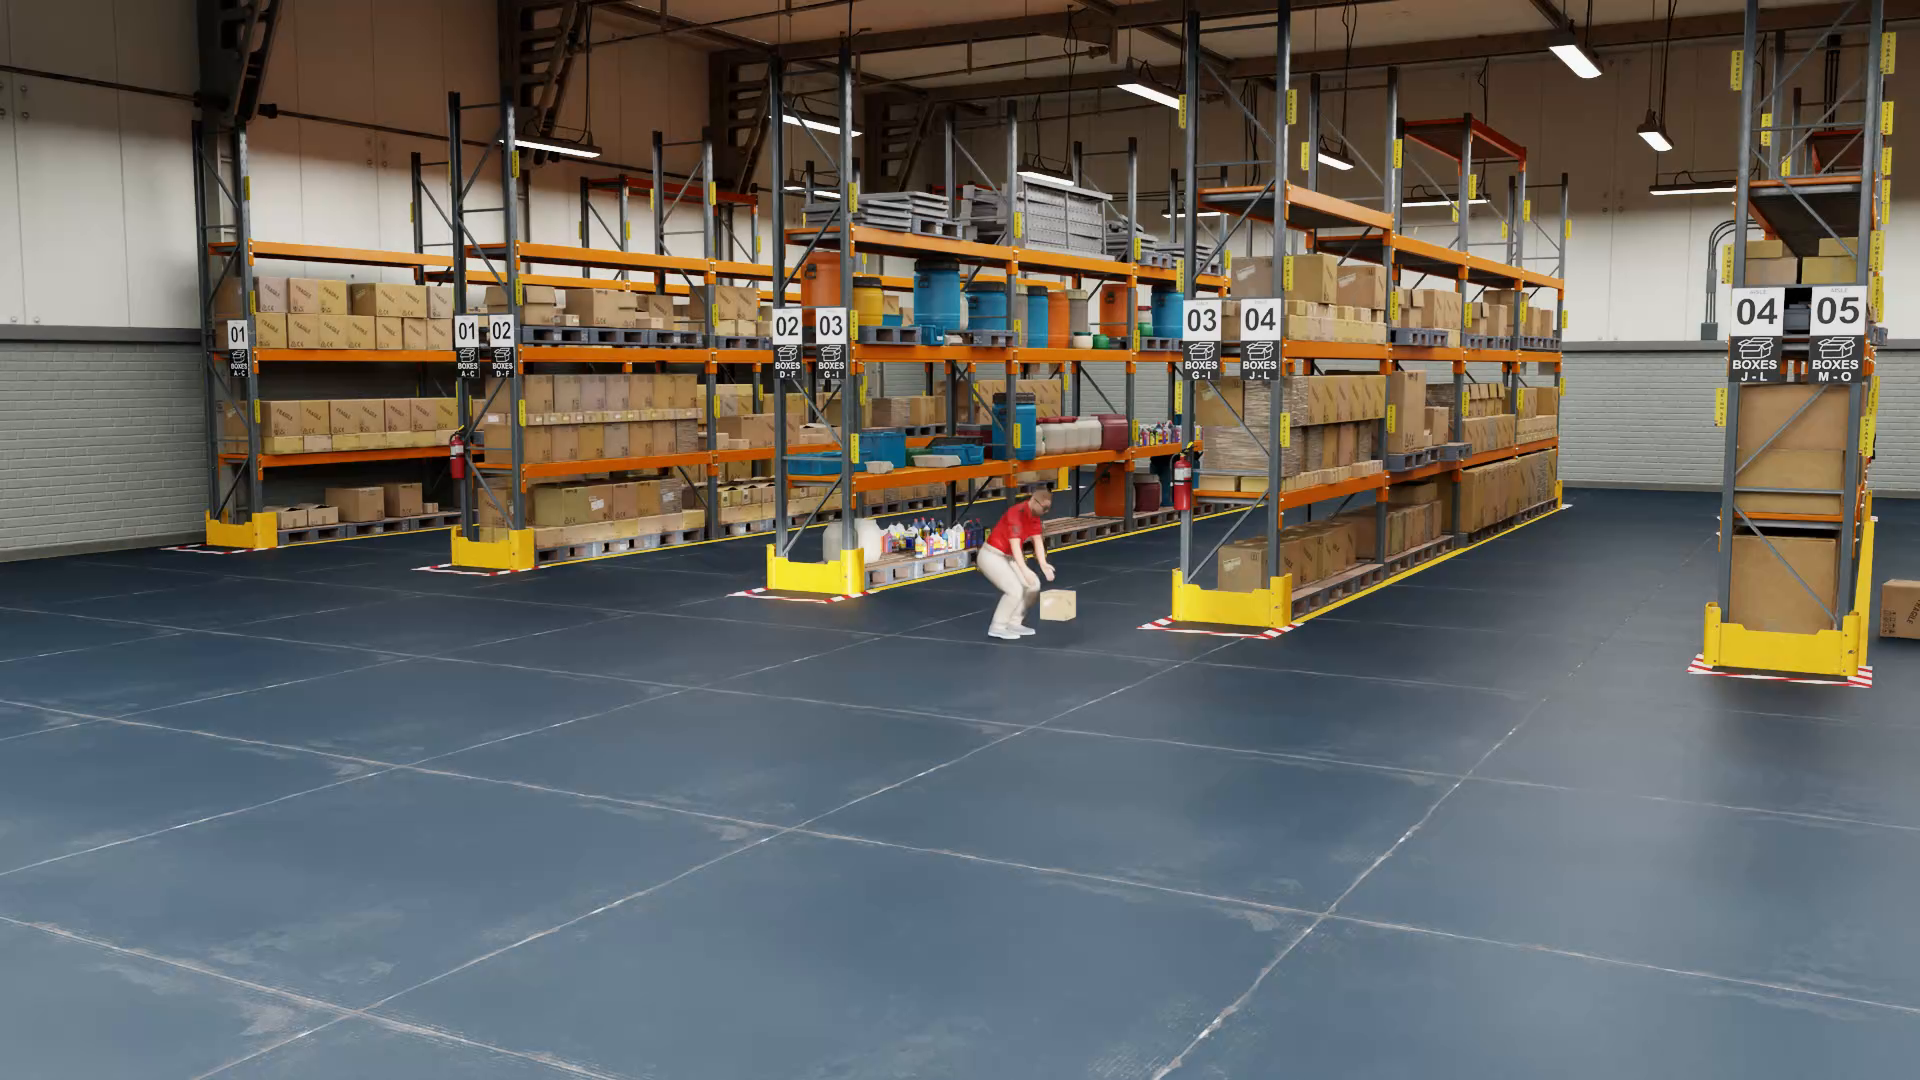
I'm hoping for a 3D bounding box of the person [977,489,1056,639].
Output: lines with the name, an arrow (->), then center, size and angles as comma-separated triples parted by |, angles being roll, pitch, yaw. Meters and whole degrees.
person -> 0.538, 0.211, 15.764 | 0.706, 1.410, 0.590 | 3, 7, 29
